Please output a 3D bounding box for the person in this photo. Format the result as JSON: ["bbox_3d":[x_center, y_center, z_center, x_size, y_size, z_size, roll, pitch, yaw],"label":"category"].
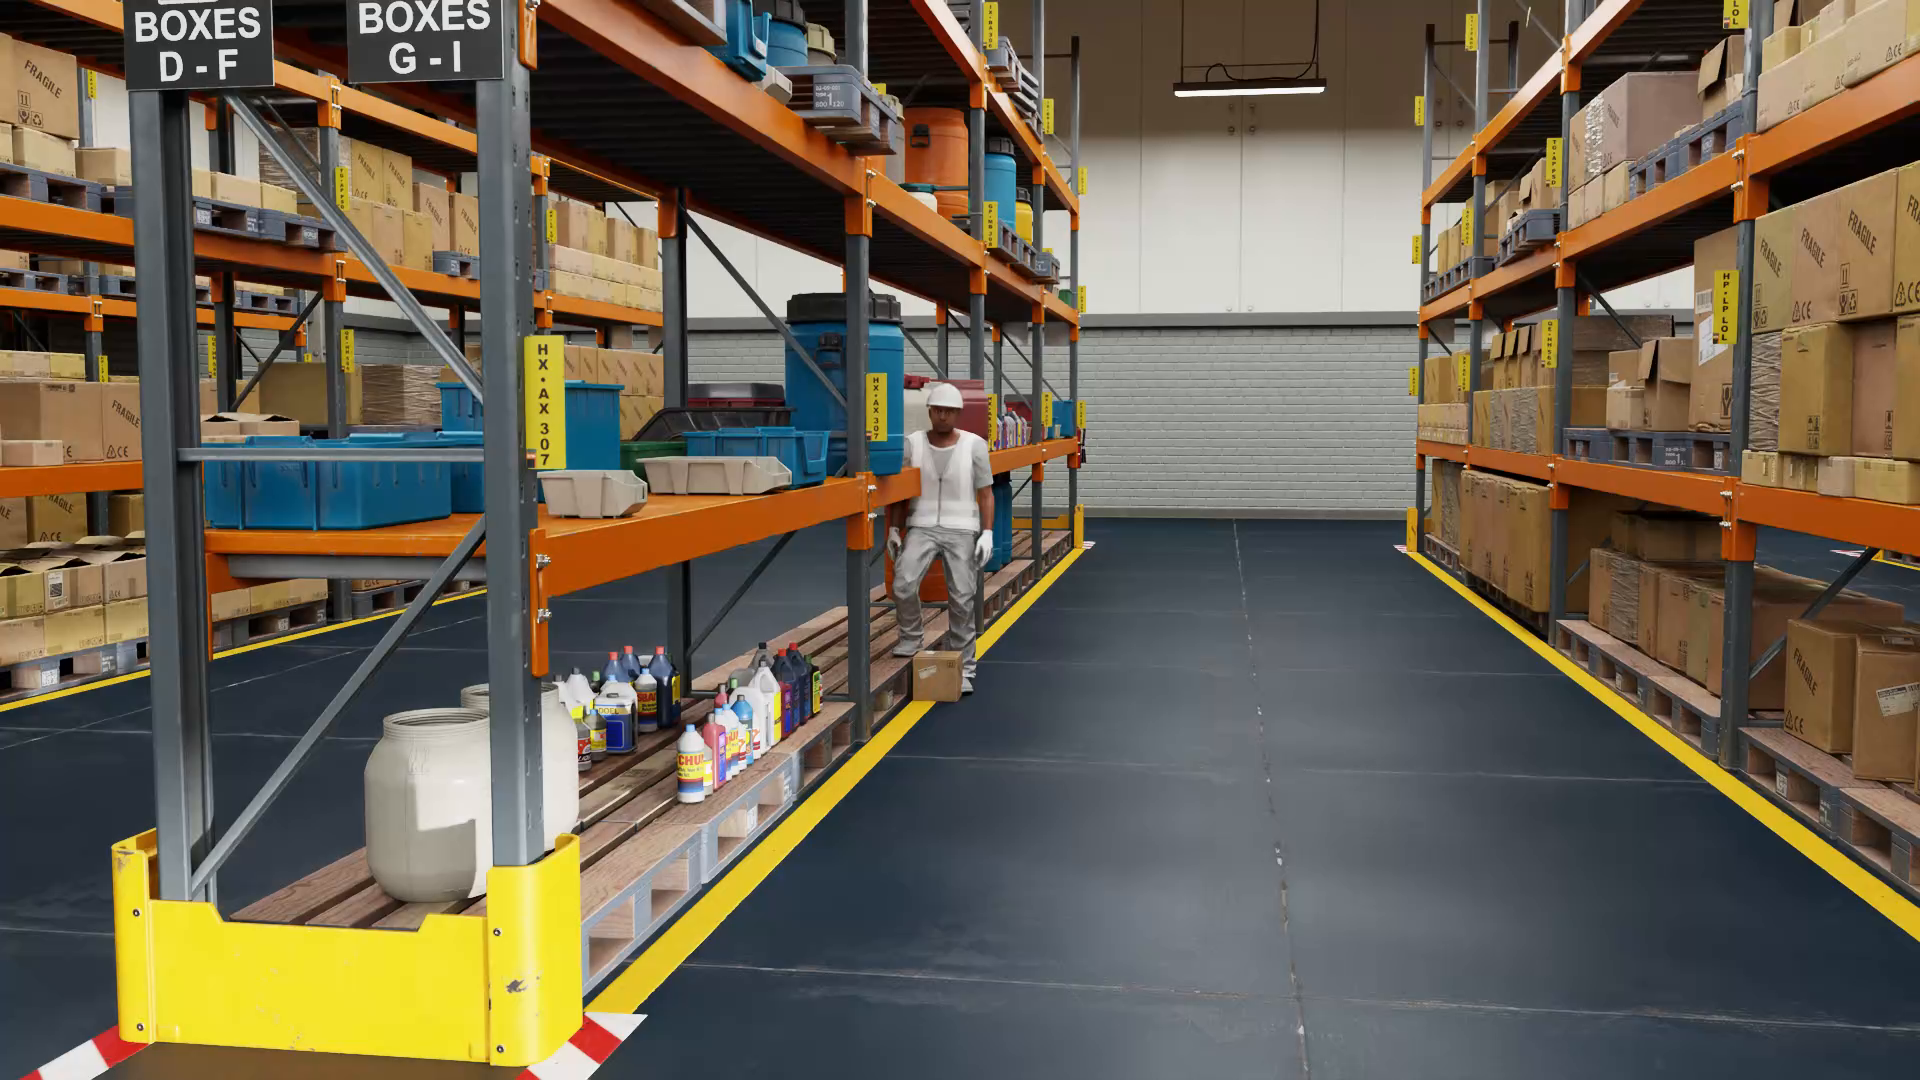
[{"bbox_3d":[-0.116,-0.007,9.563,0.620,1.780,0.519,0,4,6],"label":"person"}]
